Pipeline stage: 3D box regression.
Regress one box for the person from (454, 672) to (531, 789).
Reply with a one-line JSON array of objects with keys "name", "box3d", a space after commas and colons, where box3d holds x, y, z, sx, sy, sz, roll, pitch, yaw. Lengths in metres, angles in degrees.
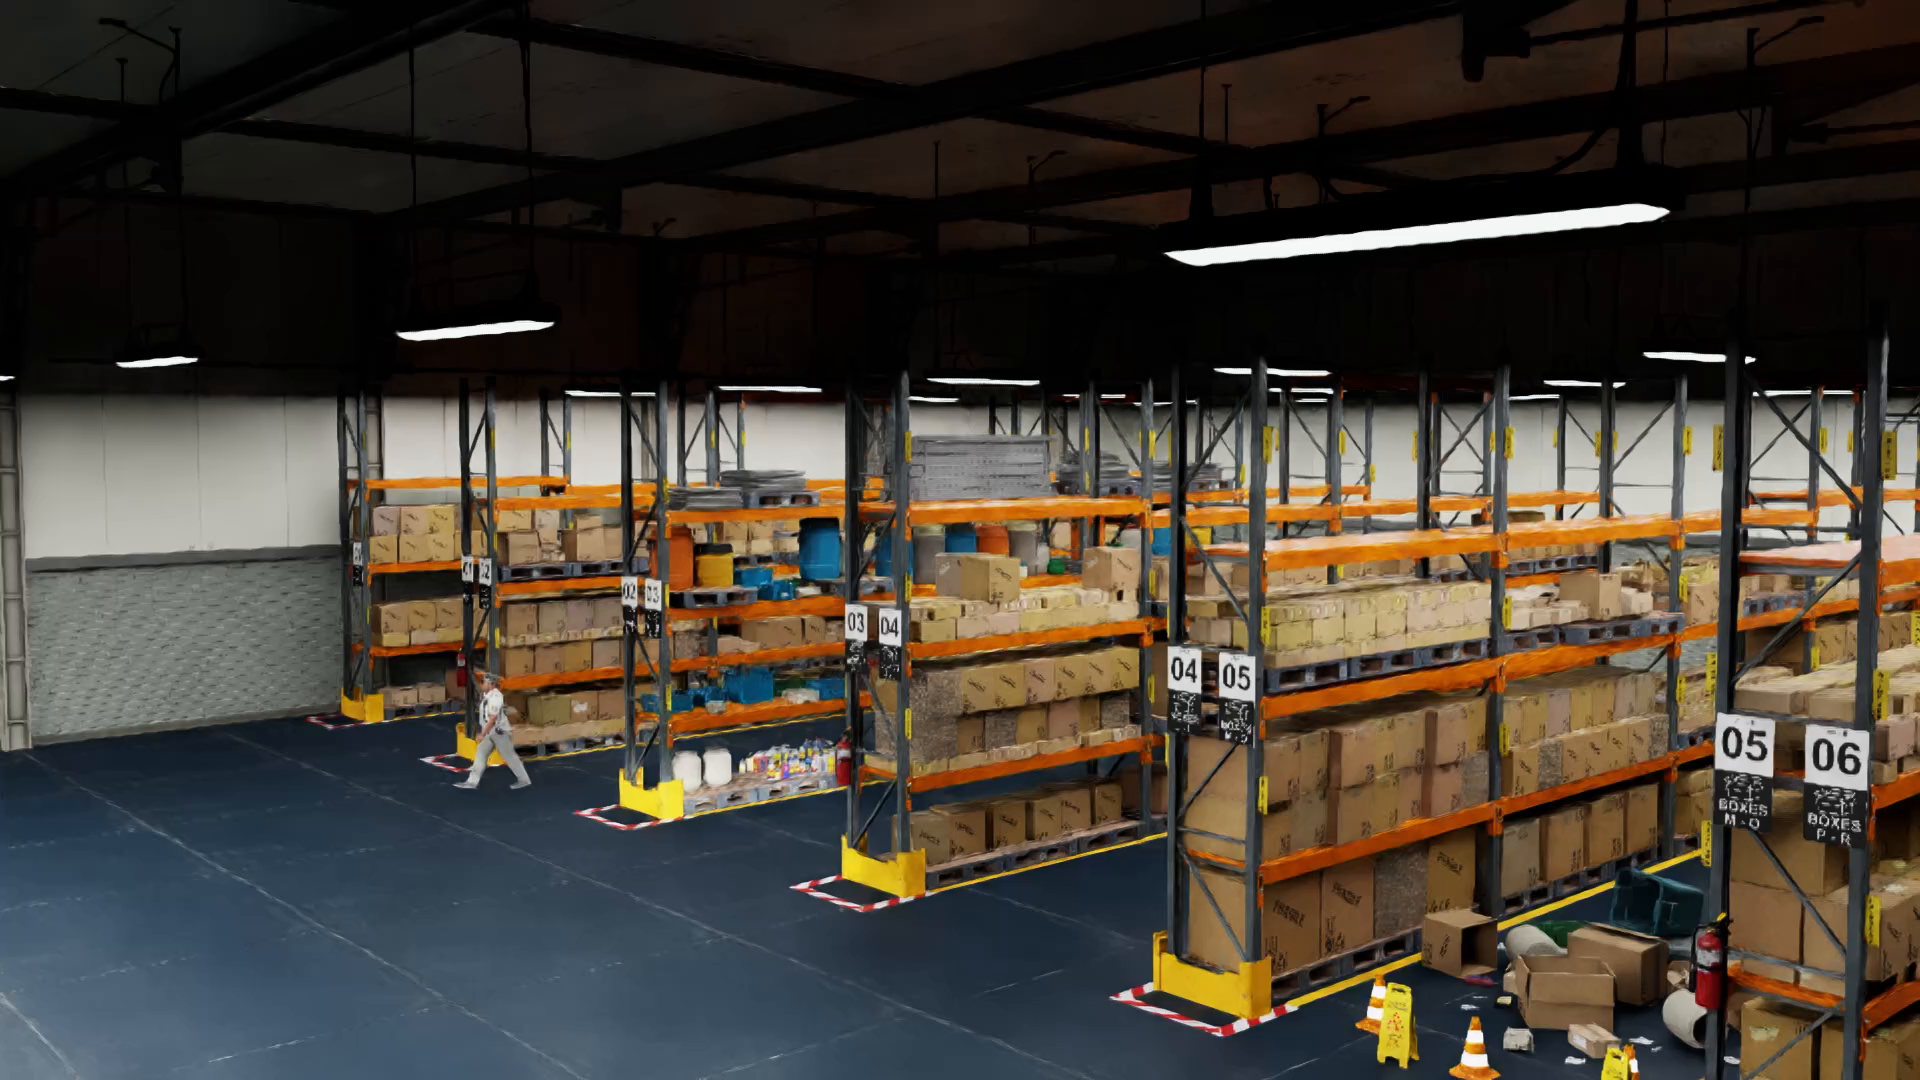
[{"name": "person", "box3d": [-6.700, 2.730, 23.834, 1.040, 1.707, 0.533, -2, 4, -33]}]
